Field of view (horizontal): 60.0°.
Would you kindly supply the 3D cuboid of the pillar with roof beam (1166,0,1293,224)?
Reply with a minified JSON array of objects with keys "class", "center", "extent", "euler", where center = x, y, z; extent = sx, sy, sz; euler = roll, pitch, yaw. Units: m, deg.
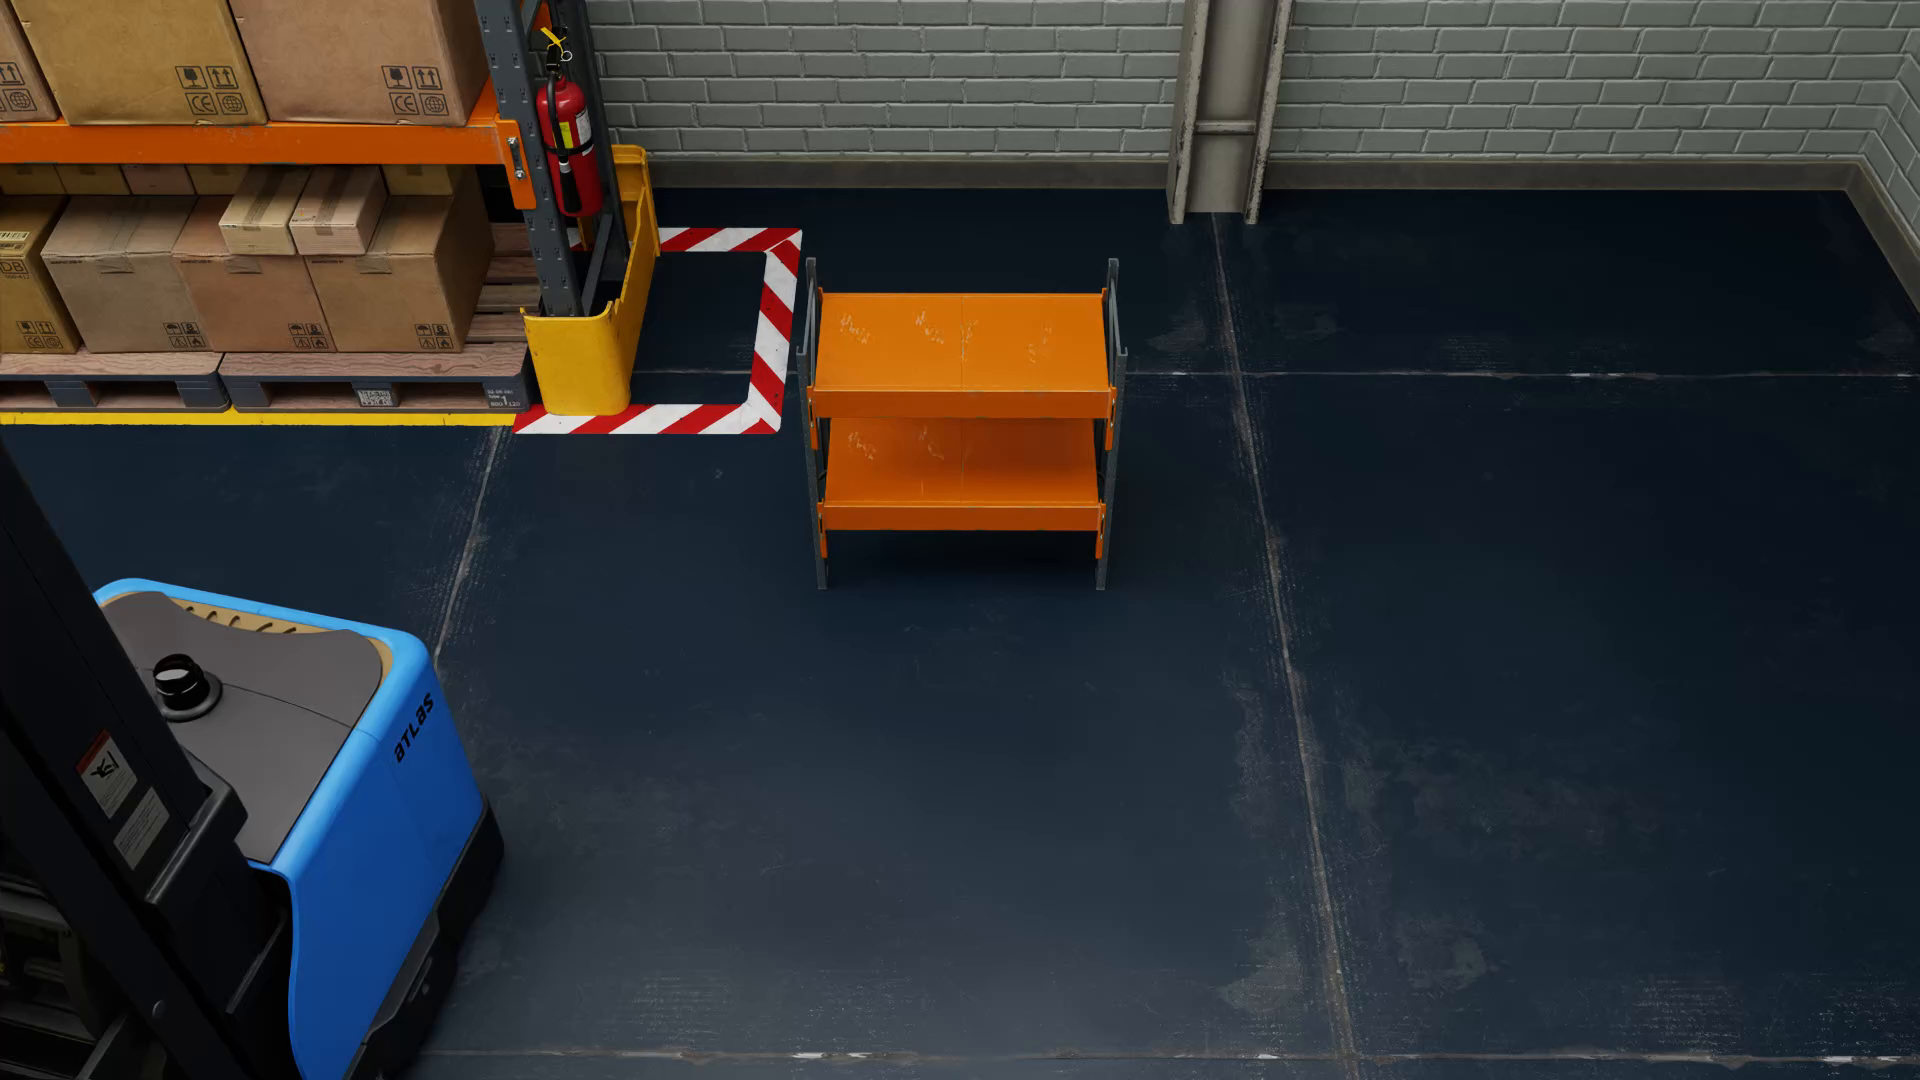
[{"class":"pillar with roof beam","center":[1.146,-1.471,1.472],"extent":[0.400,9.000,9.100],"euler":[0,47,0]}]

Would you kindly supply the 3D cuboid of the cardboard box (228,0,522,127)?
[{"class":"cardboard box","center":[-2.051,-2.049,5.903],"extent":[0.700,0.700,0.980],"euler":[2,47,2]}]

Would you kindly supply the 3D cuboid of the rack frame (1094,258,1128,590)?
[{"class":"rack frame","center":[0.515,-0.382,5.837],"extent":[0.032,1.125,0.500],"euler":[0,47,0]}]

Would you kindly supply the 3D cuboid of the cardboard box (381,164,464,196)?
[{"class":"cardboard box","center":[-2.116,-1.540,6.612],"extent":[0.250,0.149,0.380],"euler":[0,47,0]}]

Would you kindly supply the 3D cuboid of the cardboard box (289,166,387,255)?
[{"class":"cardboard box","center":[-2.371,-1.261,6.352],"extent":[0.250,0.149,0.380],"euler":[0,47,0]}]

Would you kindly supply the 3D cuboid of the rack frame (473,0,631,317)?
[{"class":"rack frame","center":[-1.541,-1.953,6.018],"extent":[0.127,3.000,1.000],"euler":[0,47,0]}]

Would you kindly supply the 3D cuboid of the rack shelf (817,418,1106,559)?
[{"class":"rack shelf","center":[0.007,-0.217,6.017],"extent":[1.000,0.278,0.538],"euler":[0,47,0]}]

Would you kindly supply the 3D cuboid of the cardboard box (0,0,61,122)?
[{"class":"cardboard box","center":[-3.541,-2.052,5.905],"extent":[0.700,0.700,0.980],"euler":[-2,47,-2]}]

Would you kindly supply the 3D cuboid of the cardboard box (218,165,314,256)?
[{"class":"cardboard box","center":[-2.626,-1.261,6.352],"extent":[0.250,0.149,0.380],"euler":[1,47,1]}]

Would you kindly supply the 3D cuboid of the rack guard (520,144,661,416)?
[{"class":"rack guard","center":[-1.517,-1.101,6.933],"extent":[0.348,0.500,1.175],"euler":[0,47,0]}]

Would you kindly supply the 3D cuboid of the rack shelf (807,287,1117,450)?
[{"class":"rack shelf","center":[0.007,-0.583,5.624],"extent":[1.000,0.278,0.538],"euler":[0,47,0]}]

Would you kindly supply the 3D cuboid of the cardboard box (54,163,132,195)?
[{"class":"cardboard box","center":[-3.384,-1.542,6.614],"extent":[0.250,0.149,0.380],"euler":[1,47,1]}]

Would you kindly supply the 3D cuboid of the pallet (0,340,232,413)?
[{"class":"pallet","center":[-3.558,-0.953,6.993],"extent":[1.213,0.211,1.003],"euler":[0,47,0]}]

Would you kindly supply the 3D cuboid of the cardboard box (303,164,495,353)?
[{"class":"cardboard box","center":[-2.242,-1.173,6.713],"extent":[0.500,0.500,0.700],"euler":[0,47,0]}]

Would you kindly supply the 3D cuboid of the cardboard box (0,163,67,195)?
[{"class":"cardboard box","center":[-3.637,-1.543,6.615],"extent":[0.250,0.149,0.380],"euler":[-1,47,-1]}]

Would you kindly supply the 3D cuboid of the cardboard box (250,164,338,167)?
[{"class":"cardboard box","center":[-2.622,-1.541,6.612],"extent":[0.250,0.149,0.380],"euler":[0,47,0]}]

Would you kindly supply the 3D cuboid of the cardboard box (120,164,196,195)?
[{"class":"cardboard box","center":[-3.127,-1.542,6.614],"extent":[0.250,0.149,0.380],"euler":[1,47,1]}]

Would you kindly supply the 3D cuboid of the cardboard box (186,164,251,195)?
[{"class":"cardboard box","center":[-2.873,-1.542,6.613],"extent":[0.250,0.149,0.380],"euler":[1,47,0]}]

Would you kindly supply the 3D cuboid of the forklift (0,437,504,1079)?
[{"class":"forklift","center":[-2.288,0.958,3.356],"extent":[1.130,2.935,3.031],"euler":[10,48,9]}]

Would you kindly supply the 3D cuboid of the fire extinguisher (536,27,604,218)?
[{"class":"fire extinguisher","center":[-1.392,-1.461,5.868],"extent":[0.183,0.674,0.296],"euler":[0,47,0]}]

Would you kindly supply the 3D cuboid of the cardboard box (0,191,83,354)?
[{"class":"cardboard box","center":[-3.778,-1.171,6.712],"extent":[0.500,0.500,0.700],"euler":[1,47,1]}]

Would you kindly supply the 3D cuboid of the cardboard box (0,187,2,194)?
[{"class":"cardboard box","center":[-3.895,-1.543,6.615],"extent":[0.250,0.149,0.380],"euler":[1,47,1]}]

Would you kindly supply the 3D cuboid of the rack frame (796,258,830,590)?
[{"class":"rack frame","center":[-0.502,-0.385,5.840],"extent":[0.032,1.125,0.500],"euler":[0,47,0]}]

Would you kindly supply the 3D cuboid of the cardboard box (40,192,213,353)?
[{"class":"cardboard box","center":[-3.245,-1.175,6.715],"extent":[0.500,0.500,0.700],"euler":[-1,47,-1]}]

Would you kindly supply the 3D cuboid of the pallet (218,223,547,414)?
[{"class":"pallet","center":[-2.341,-0.947,6.988],"extent":[1.213,0.211,1.003],"euler":[0,47,0]}]

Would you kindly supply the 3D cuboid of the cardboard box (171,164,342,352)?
[{"class":"cardboard box","center":[-2.742,-1.174,6.714],"extent":[0.500,0.500,0.700],"euler":[0,47,0]}]

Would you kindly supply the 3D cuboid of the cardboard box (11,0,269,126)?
[{"class":"cardboard box","center":[-2.779,-2.043,5.897],"extent":[0.700,0.700,0.980],"euler":[0,47,0]}]

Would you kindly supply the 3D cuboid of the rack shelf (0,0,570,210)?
[{"class":"rack shelf","center":[-3.541,-1.713,6.287],"extent":[4.000,0.370,1.077],"euler":[0,47,0]}]

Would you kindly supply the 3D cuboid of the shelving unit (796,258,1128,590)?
[{"class":"shelving unit","center":[0.007,-0.383,5.838],"extent":[1.048,1.125,0.538],"euler":[0,47,0]}]
